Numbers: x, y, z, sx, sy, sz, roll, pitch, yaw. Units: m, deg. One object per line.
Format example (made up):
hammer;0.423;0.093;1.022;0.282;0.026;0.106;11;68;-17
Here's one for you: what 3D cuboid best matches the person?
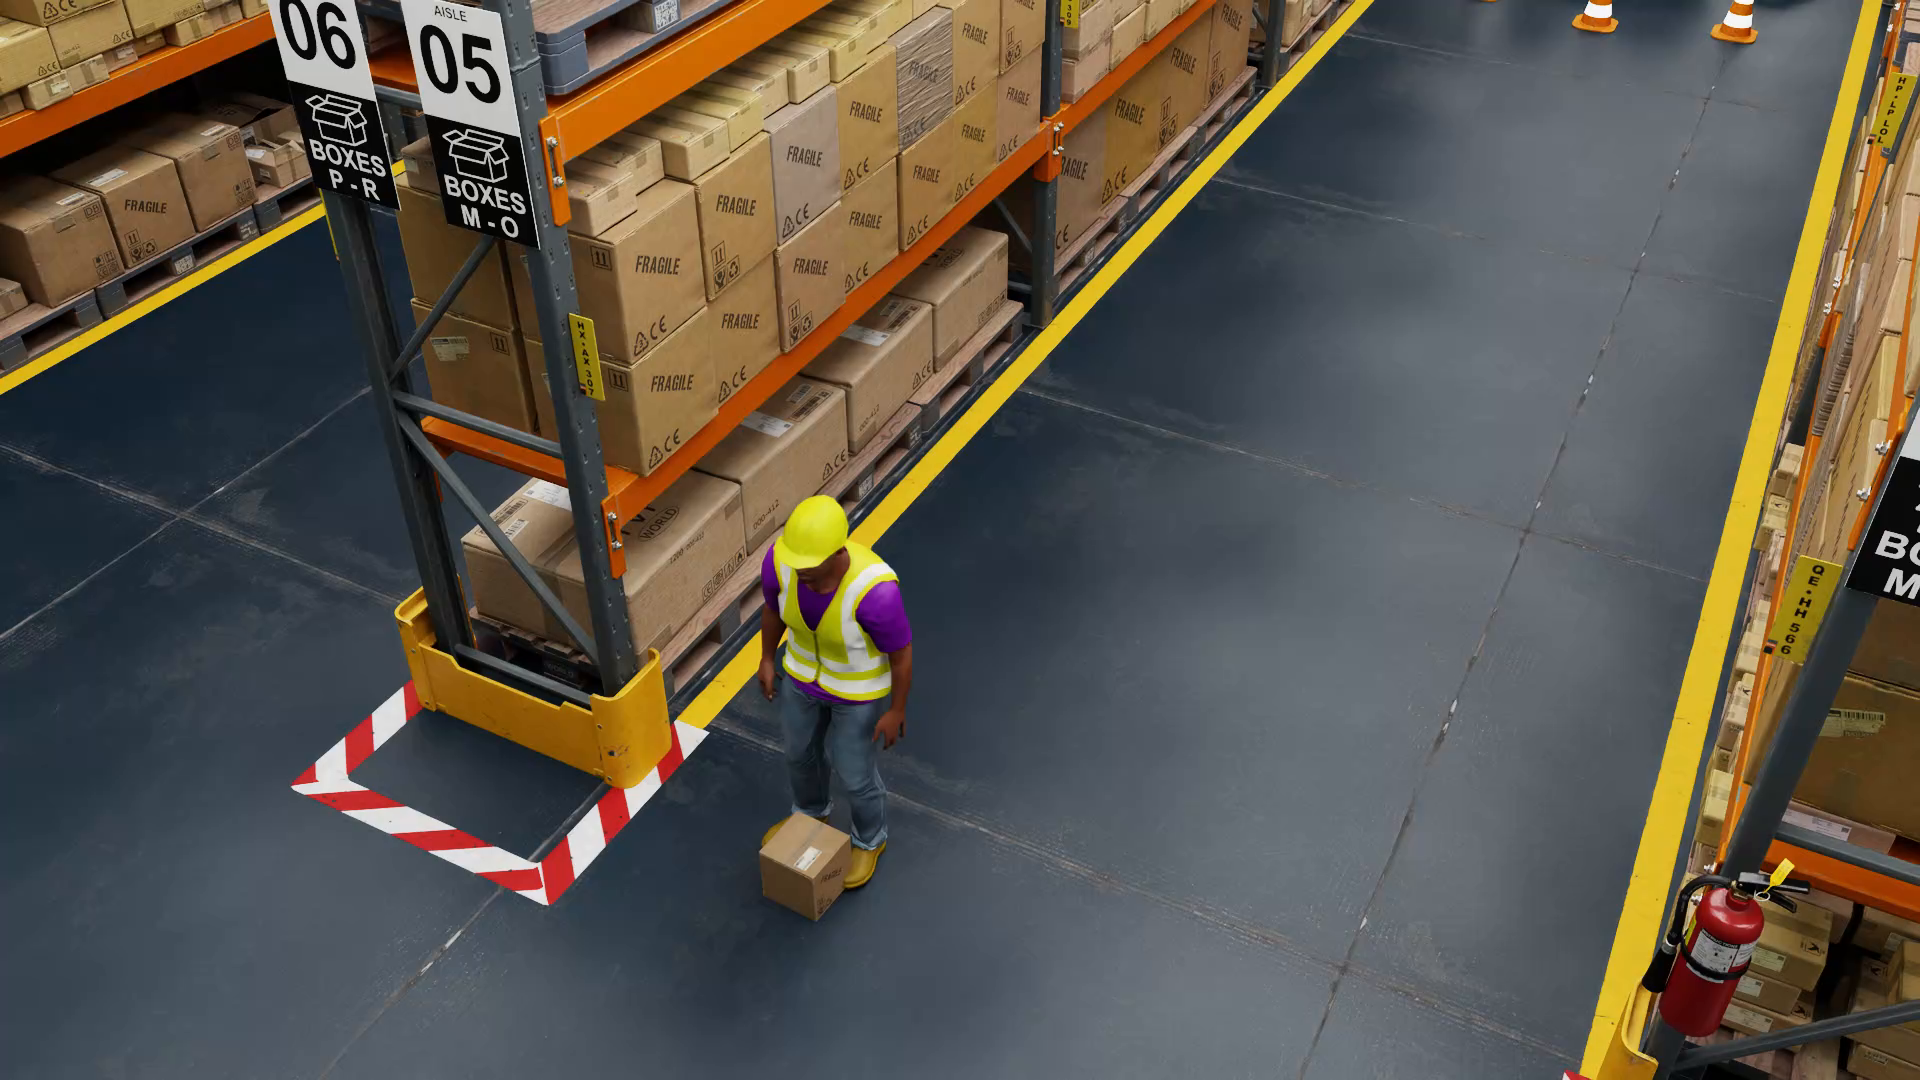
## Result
person;-0.470;0.531;6.050;0.627;1.759;0.462;20;42;24
